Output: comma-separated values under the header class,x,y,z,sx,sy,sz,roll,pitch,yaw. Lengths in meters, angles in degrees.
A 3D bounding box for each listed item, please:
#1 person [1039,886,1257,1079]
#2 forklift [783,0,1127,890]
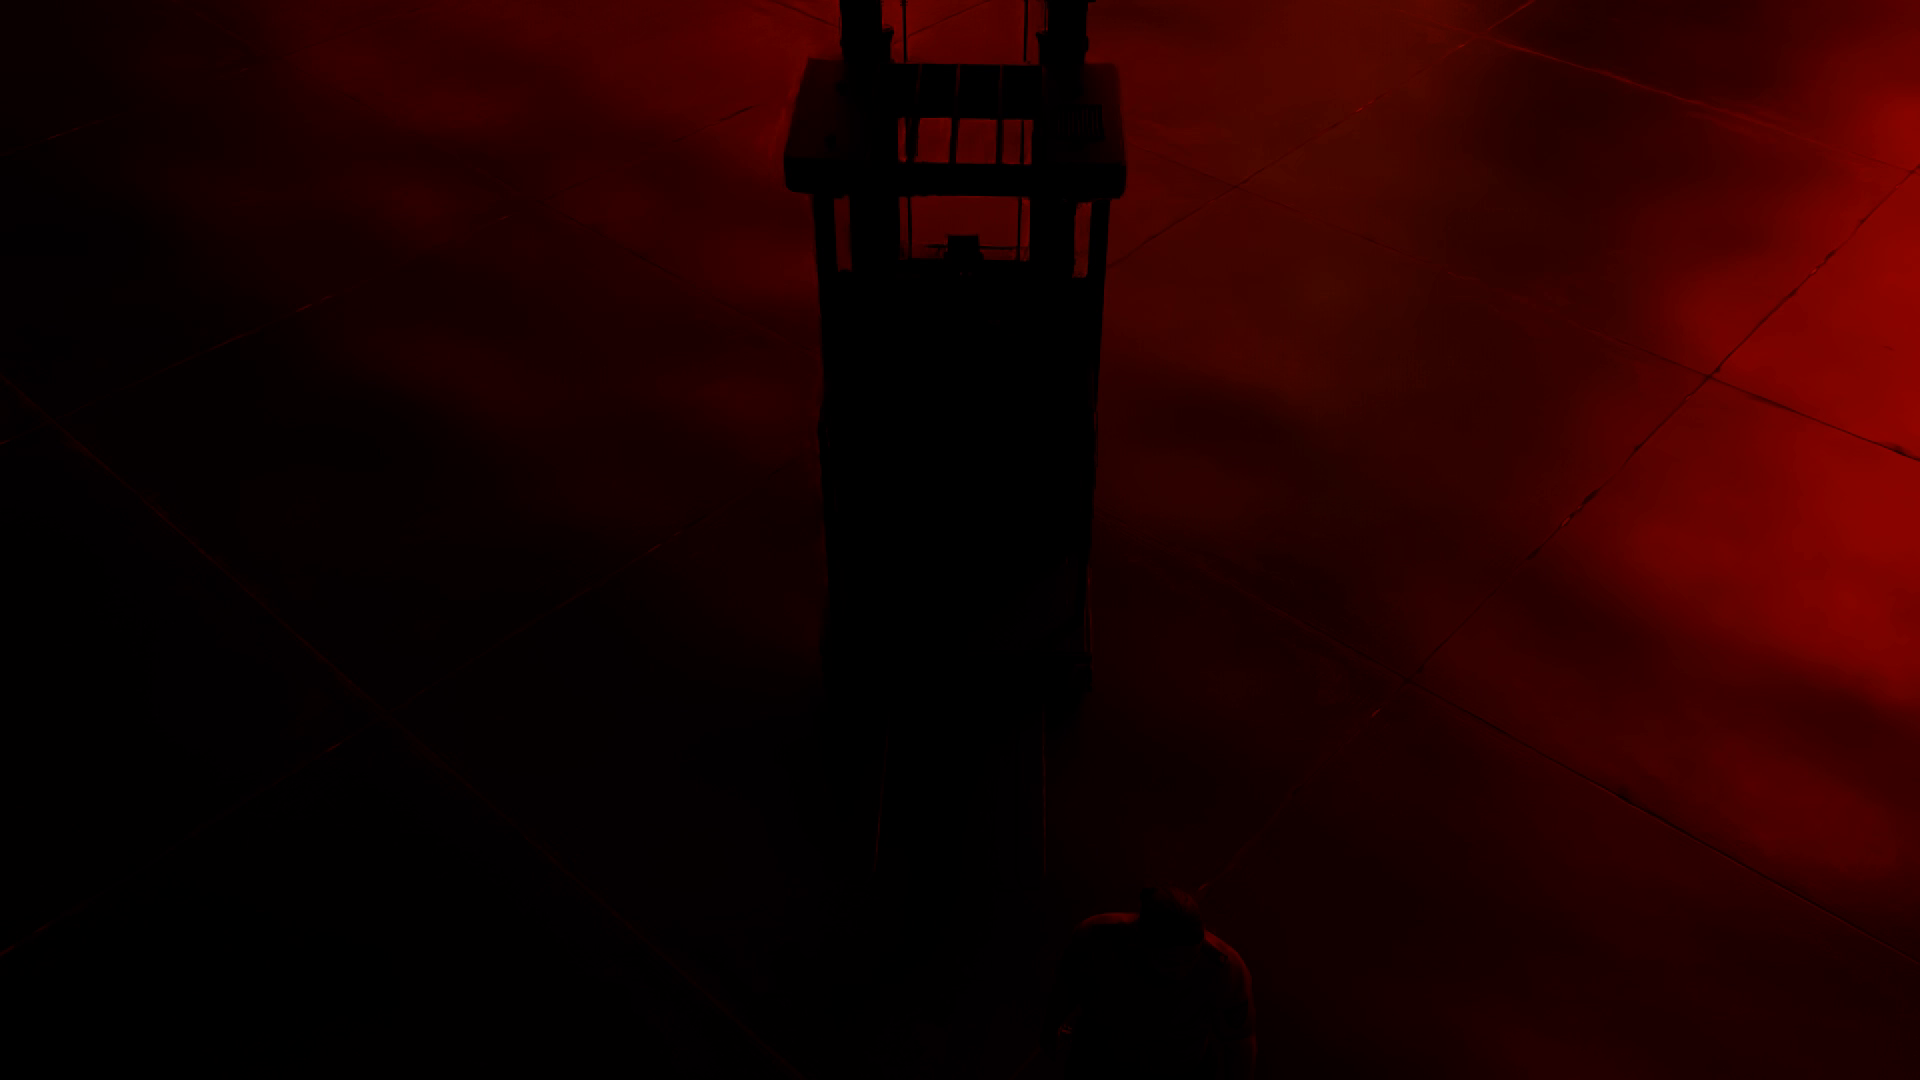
class,x,y,z,sx,sy,sz,roll,pitch,yaw
person,0.510,1.500,4.691,0.608,1.621,0.574,8,41,10
forklift,-0.003,-0.699,6.243,1.130,2.935,3.031,1,41,2
